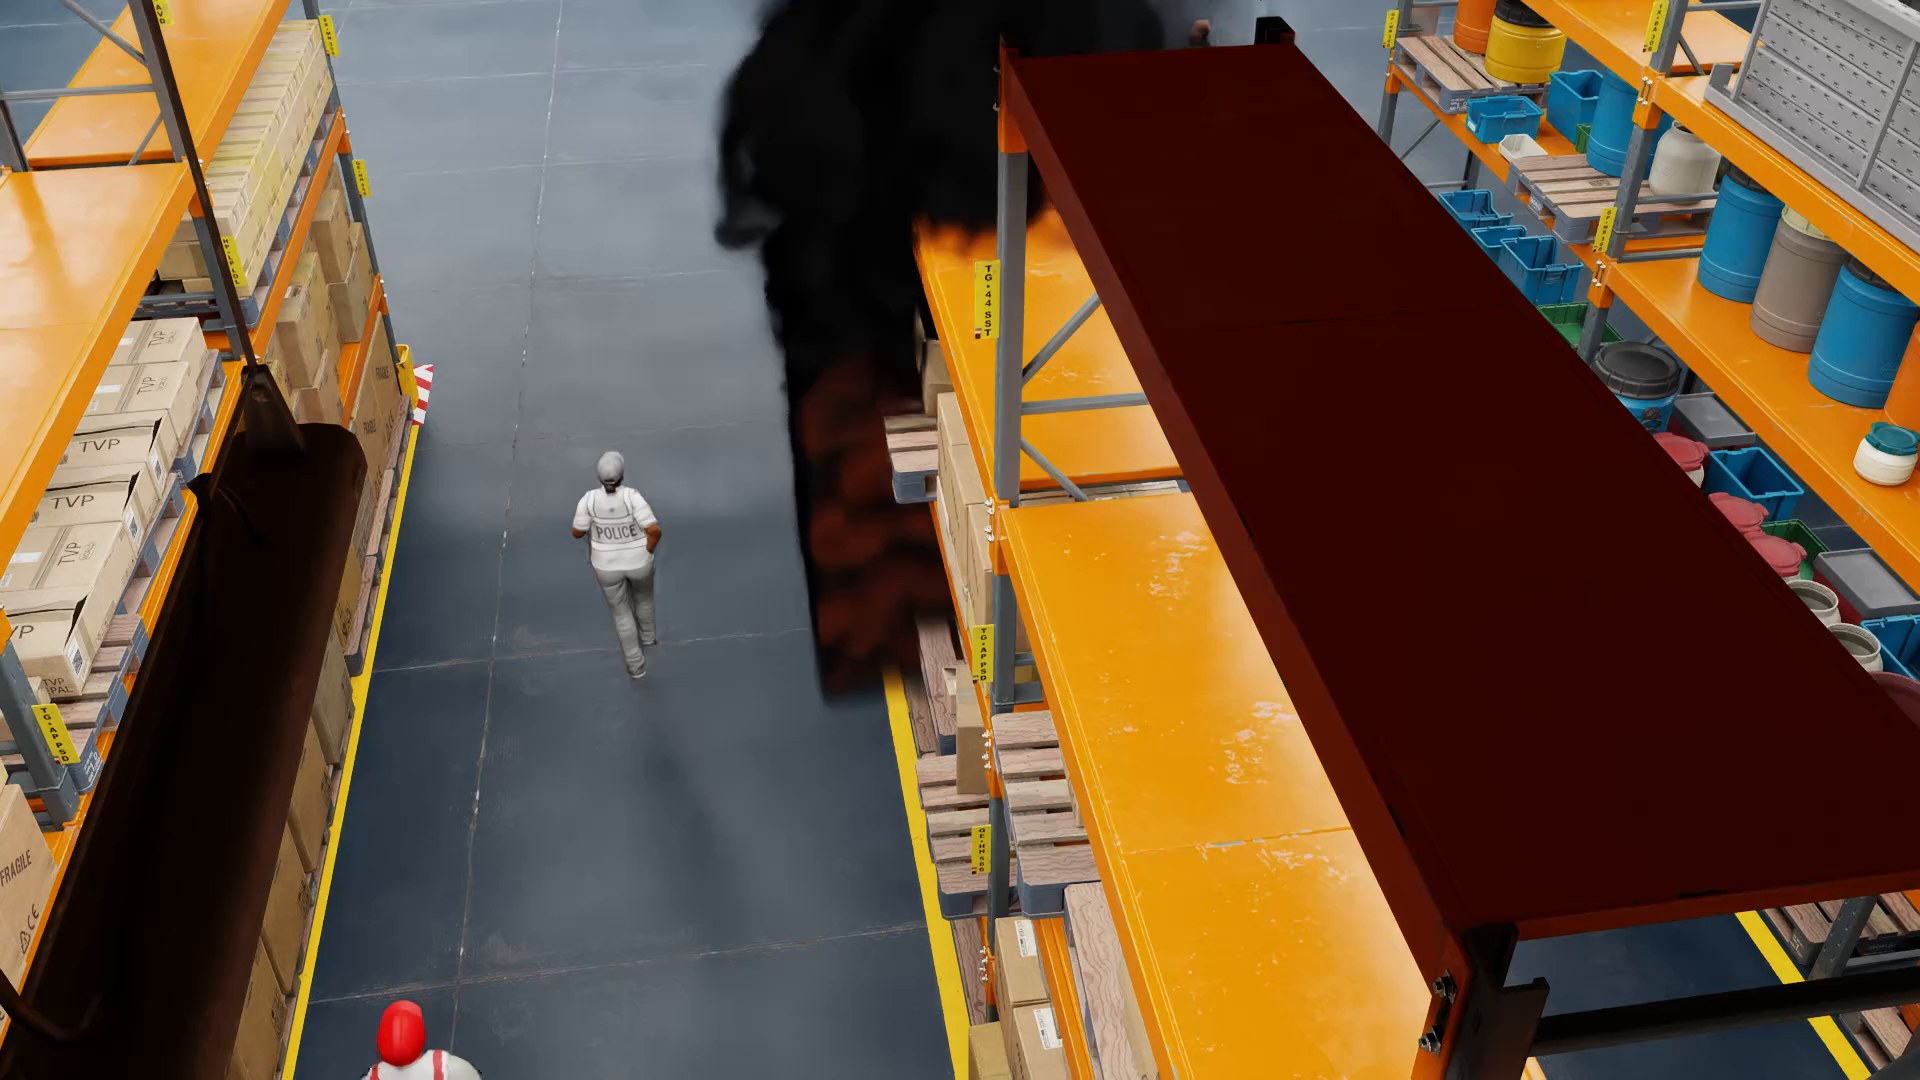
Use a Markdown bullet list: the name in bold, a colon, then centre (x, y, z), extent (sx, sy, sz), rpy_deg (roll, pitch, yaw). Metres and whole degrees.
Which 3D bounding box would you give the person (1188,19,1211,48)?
- **person**: centre (2.668, -5.058, 18.883), extent (0.936, 1.717, 0.661), rpy_deg (5, 37, 7)

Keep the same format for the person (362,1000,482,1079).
- **person**: centre (-2.416, 2.795, 7.687), extent (0.646, 1.760, 0.520), rpy_deg (-6, 37, -8)

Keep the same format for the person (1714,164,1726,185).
- **person**: centre (8.109, -4.311, 17.859), extent (0.988, 1.779, 0.716), rpy_deg (10, 38, 14)

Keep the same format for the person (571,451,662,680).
- **person**: centre (-2.312, 0.201, 11.354), extent (0.573, 1.789, 0.706), rpy_deg (-10, 37, -13)
